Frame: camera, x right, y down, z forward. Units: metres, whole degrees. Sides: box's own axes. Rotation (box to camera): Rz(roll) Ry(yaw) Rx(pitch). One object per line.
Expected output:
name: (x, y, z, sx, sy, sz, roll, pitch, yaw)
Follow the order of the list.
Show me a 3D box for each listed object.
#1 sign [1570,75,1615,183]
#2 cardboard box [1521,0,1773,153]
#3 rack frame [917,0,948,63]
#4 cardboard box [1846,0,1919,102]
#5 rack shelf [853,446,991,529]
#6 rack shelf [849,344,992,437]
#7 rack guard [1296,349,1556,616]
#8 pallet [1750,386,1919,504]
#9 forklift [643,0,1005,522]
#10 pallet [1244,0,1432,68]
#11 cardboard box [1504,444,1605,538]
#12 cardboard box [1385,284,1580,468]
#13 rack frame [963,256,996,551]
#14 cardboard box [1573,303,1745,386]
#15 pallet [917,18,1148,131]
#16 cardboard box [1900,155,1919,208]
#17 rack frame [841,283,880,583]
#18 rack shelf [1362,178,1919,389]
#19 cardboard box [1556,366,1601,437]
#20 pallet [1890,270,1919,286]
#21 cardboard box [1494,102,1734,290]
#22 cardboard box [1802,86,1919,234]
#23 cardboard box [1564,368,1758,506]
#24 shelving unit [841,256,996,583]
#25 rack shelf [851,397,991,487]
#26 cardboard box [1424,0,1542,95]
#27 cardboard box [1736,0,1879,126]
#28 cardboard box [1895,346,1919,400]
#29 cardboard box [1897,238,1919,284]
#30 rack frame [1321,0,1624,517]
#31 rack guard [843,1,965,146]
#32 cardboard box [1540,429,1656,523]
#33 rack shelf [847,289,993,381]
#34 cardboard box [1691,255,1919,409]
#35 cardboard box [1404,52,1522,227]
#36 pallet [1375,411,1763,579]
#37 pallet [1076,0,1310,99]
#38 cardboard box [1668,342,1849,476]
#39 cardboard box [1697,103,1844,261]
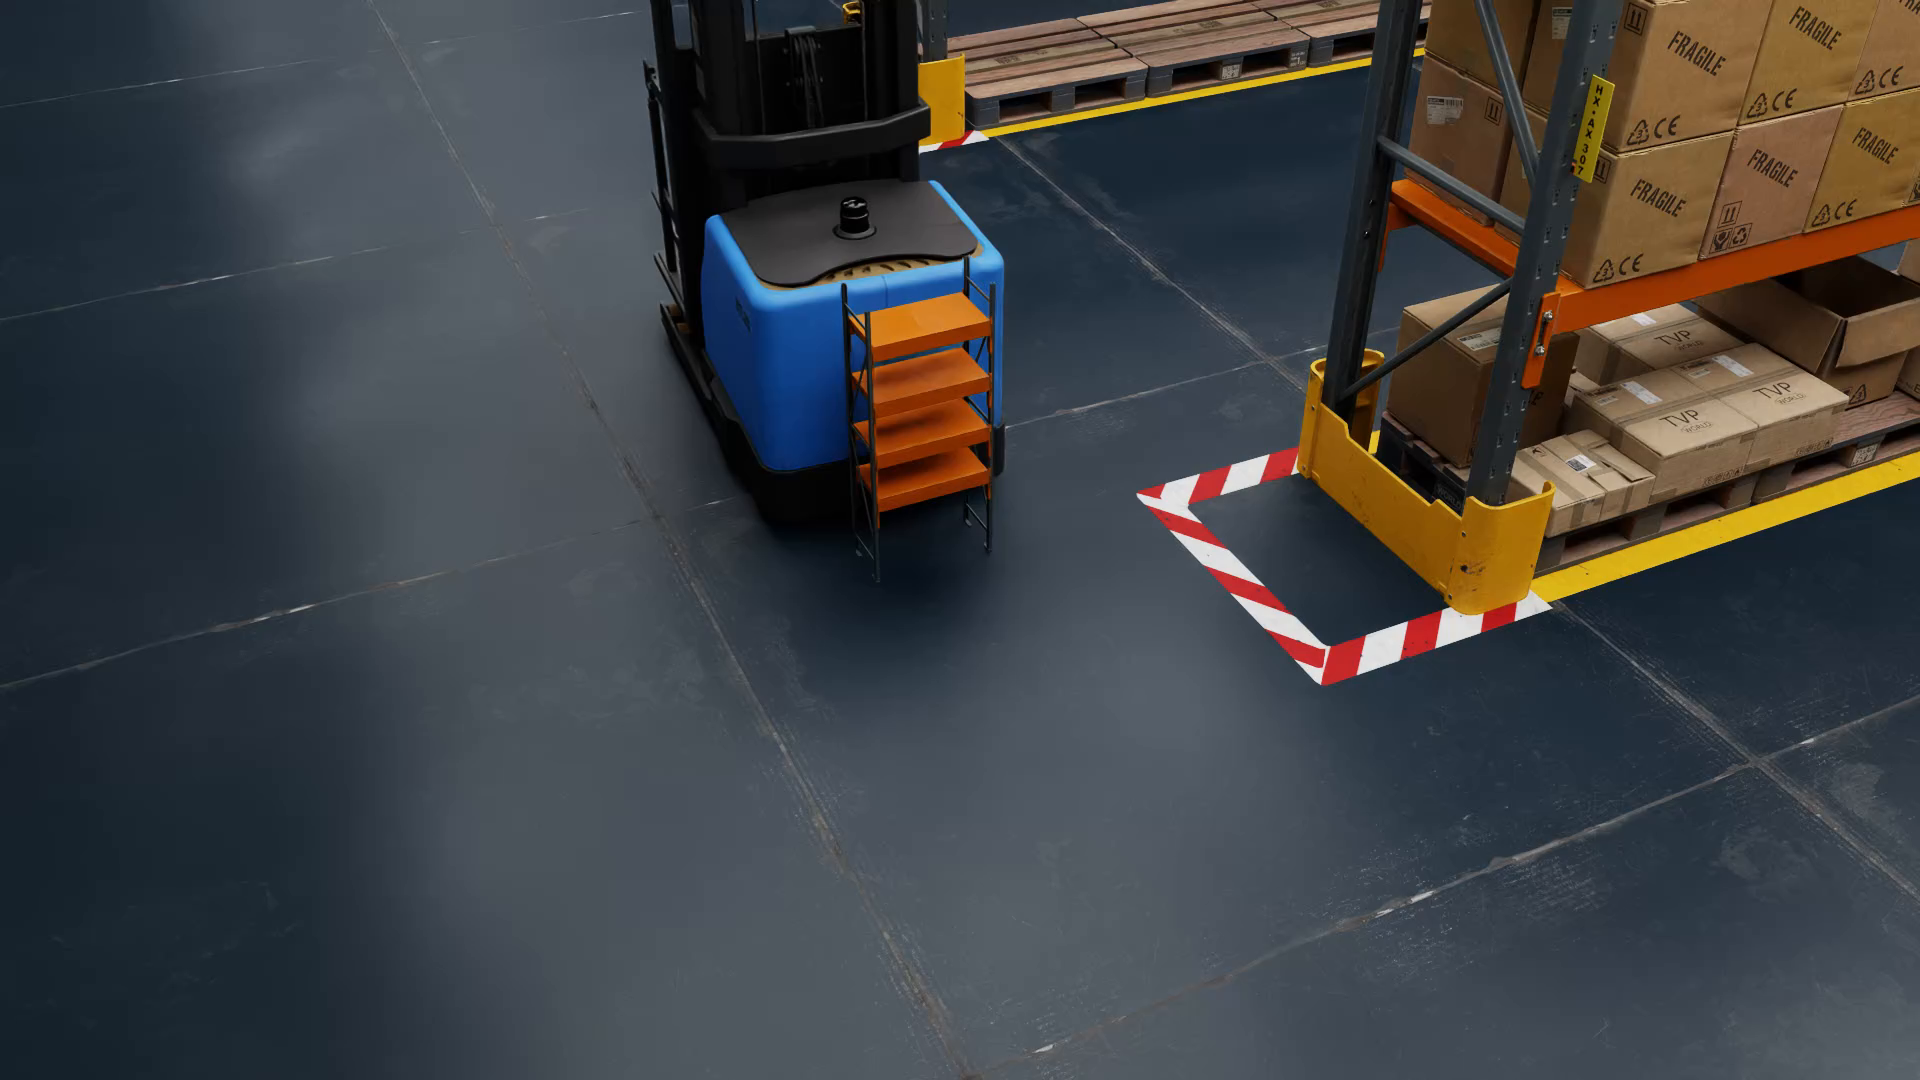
sign: (1.994, -1.297, 5.255, 0.005, 0.325, 0.100, -16, 39, -20)
cardboard box: (2.277, -1.654, 5.539, 0.500, 0.500, 0.500, -14, 39, -19)
rack frame: (-0.338, -3.915, 9.510, 0.127, 3.000, 1.000, -16, 39, -20)
cardboard box: (3.202, -1.915, 5.890, 0.500, 0.500, 0.500, -15, 39, -19)
rack shelf: (-0.150, -0.226, 6.494, 0.480, 0.148, 0.258, -16, 39, -20)
rack shelf: (-0.150, -0.566, 6.243, 0.480, 0.148, 0.258, -16, 39, -20)
rack guard: (1.832, -0.258, 6.678, 0.348, 0.500, 1.175, -16, 39, -20)
pallet: (3.657, -0.650, 7.450, 1.213, 0.211, 1.003, -16, 39, -20)
forklift: (-0.806, -2.128, 7.158, 1.130, 2.935, 3.031, -13, 38, -16)
pallet: (2.634, -3.600, 11.426, 1.213, 0.211, 1.003, -16, 39, -20)
cardboard box: (2.289, -0.195, 6.518, 0.250, 0.149, 0.380, -16, 39, -20)
cardboard box: (2.151, -0.686, 6.885, 0.500, 0.500, 0.500, -16, 39, -20)
rack frame: (0.071, -0.502, 6.419, 0.015, 1.200, 0.240, -16, 39, -20)
cardboard box: (3.024, -0.809, 7.262, 0.500, 0.250, 0.500, -16, 39, -20)
pallet: (0.425, -2.982, 10.594, 1.213, 0.211, 1.003, -16, 39, -20)
cardboard box: (3.651, -1.637, 6.355, 0.500, 0.500, 0.500, -15, 39, -19)
rack frame: (-0.371, -0.378, 6.253, 0.015, 1.200, 0.240, -16, 39, -20)
rack shelf: (3.574, -1.460, 6.804, 4.000, 0.370, 1.077, -16, 39, -20)
cardboard box: (2.556, -0.606, 7.057, 0.250, 0.166, 0.380, -16, 39, -20)
pallet: (4.763, -0.961, 7.869, 1.213, 0.211, 1.003, -16, 39, -20)
cardboard box: (2.277, -1.253, 5.837, 0.500, 0.500, 0.500, -15, 39, -19)
cardboard box: (3.198, -1.512, 6.186, 0.500, 0.500, 0.500, -16, 39, -20)
cardboard box: (2.829, -0.426, 6.745, 0.500, 0.250, 0.500, -16, 39, -20)
shelving unit: (-0.150, -0.440, 6.336, 0.503, 1.200, 0.258, -16, 39, -20)
rack shelf: (-0.150, -0.386, 6.376, 0.480, 0.148, 0.258, -16, 39, -20)
cardboard box: (2.050, -1.945, 5.931, 0.500, 0.500, 0.500, -16, 39, -20)
cardboard box: (2.747, -1.791, 5.723, 0.500, 0.500, 0.500, -15, 39, -19)
cardboard box: (4.311, -0.865, 7.285, 0.500, 0.311, 0.500, -16, 39, -20)
cardboard box: (4.913, -1.362, 7.956, 0.500, 0.311, 0.500, -16, 39, -20)
rack frame: (1.764, -1.242, 5.907, 0.127, 3.000, 1.000, -16, 39, -20)
rack guard: (-0.354, -2.897, 10.237, 0.348, 0.500, 1.175, -16, 39, -20)
cardboard box: (2.515, -0.265, 6.598, 0.250, 0.166, 0.380, -16, 39, -20)
rack shelf: (-0.150, -0.756, 6.102, 0.480, 0.148, 0.258, -16, 39, -20)
cardboard box: (3.686, -0.951, 7.240, 0.637, 0.503, 0.797, -16, 39, -20)
cardboard box: (2.053, -1.543, 6.228, 0.500, 0.500, 0.500, -14, 39, -19)
pallet: (2.554, -0.344, 7.037, 1.213, 0.211, 1.003, -16, 39, -20)
pallet: (1.528, -3.289, 11.007, 1.213, 0.211, 1.003, -16, 39, -20)
cardboard box: (3.282, -0.552, 6.916, 0.500, 0.250, 0.500, -16, 39, -20)
cardboard box: (2.742, -1.386, 6.017, 0.500, 0.500, 0.500, -16, 39, -20)
